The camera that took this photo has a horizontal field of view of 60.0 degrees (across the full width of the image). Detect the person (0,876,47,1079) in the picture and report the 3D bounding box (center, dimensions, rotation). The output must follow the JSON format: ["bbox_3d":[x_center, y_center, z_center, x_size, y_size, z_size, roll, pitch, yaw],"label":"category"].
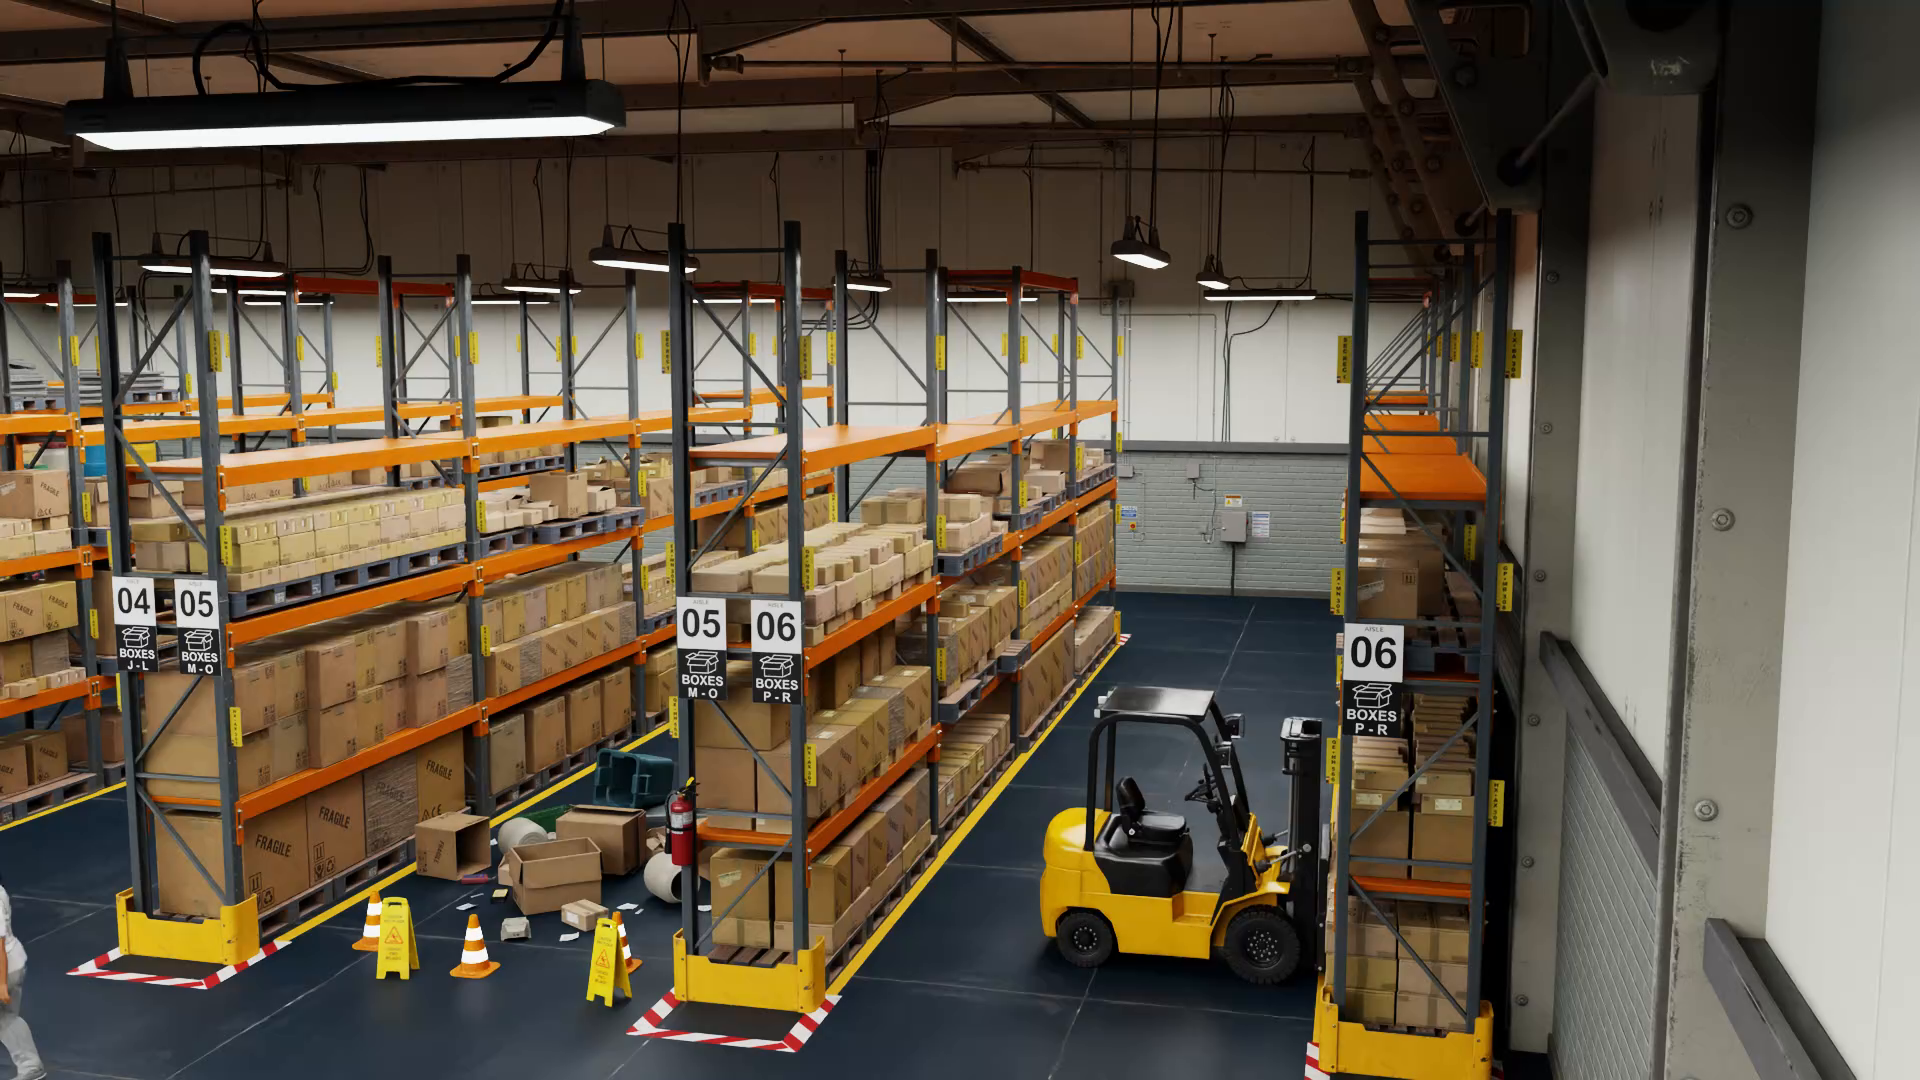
[{"bbox_3d":[-6.682,2.990,11.285,0.733,1.662,0.625,-2,7,-17],"label":"person"}]

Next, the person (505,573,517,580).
[{"bbox_3d":[-6.606,1.346,24.409,0.565,1.724,0.487,7,10,44],"label":"person"}]
